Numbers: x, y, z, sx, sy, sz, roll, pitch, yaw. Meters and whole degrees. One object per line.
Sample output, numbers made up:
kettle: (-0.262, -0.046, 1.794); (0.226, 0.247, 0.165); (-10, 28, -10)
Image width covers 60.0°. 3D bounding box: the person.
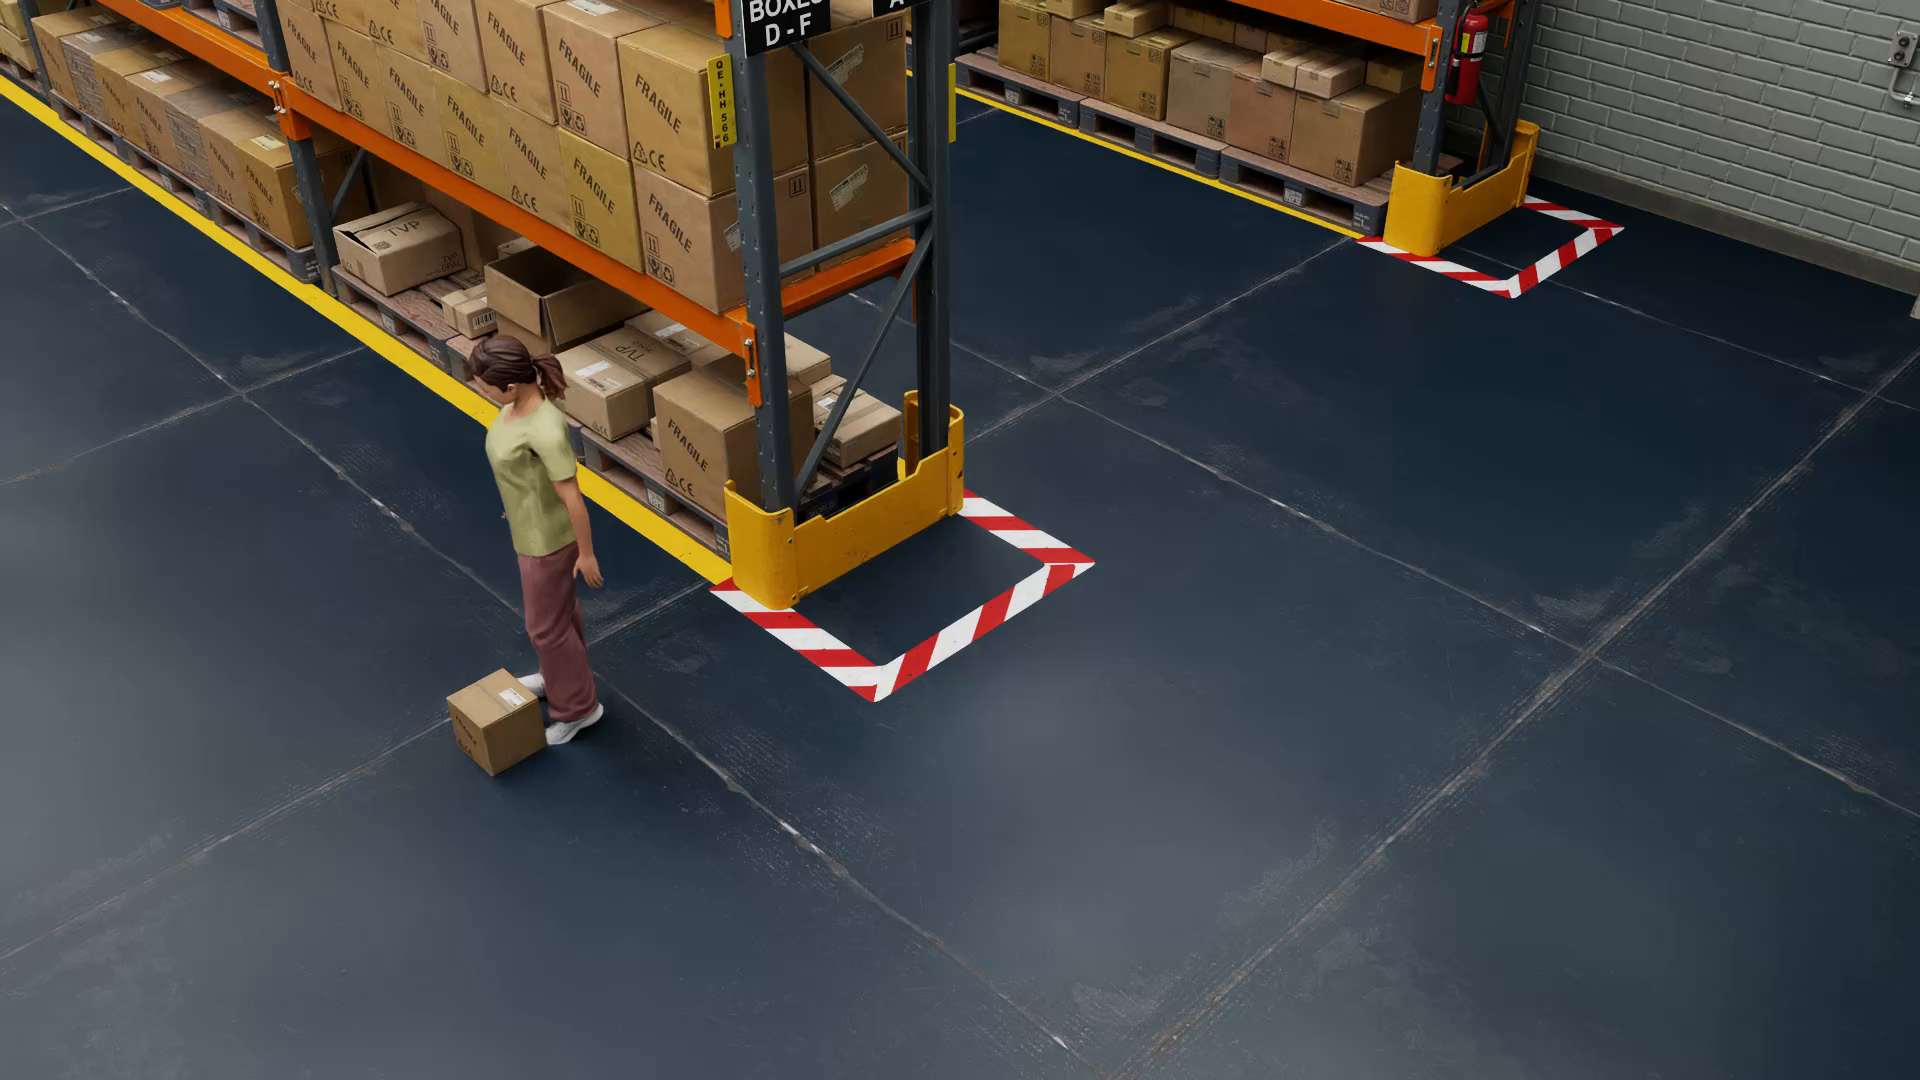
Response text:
person: (-1.552, -0.005, 6.163); (0.392, 1.730, 0.557); (-12, 37, -16)
